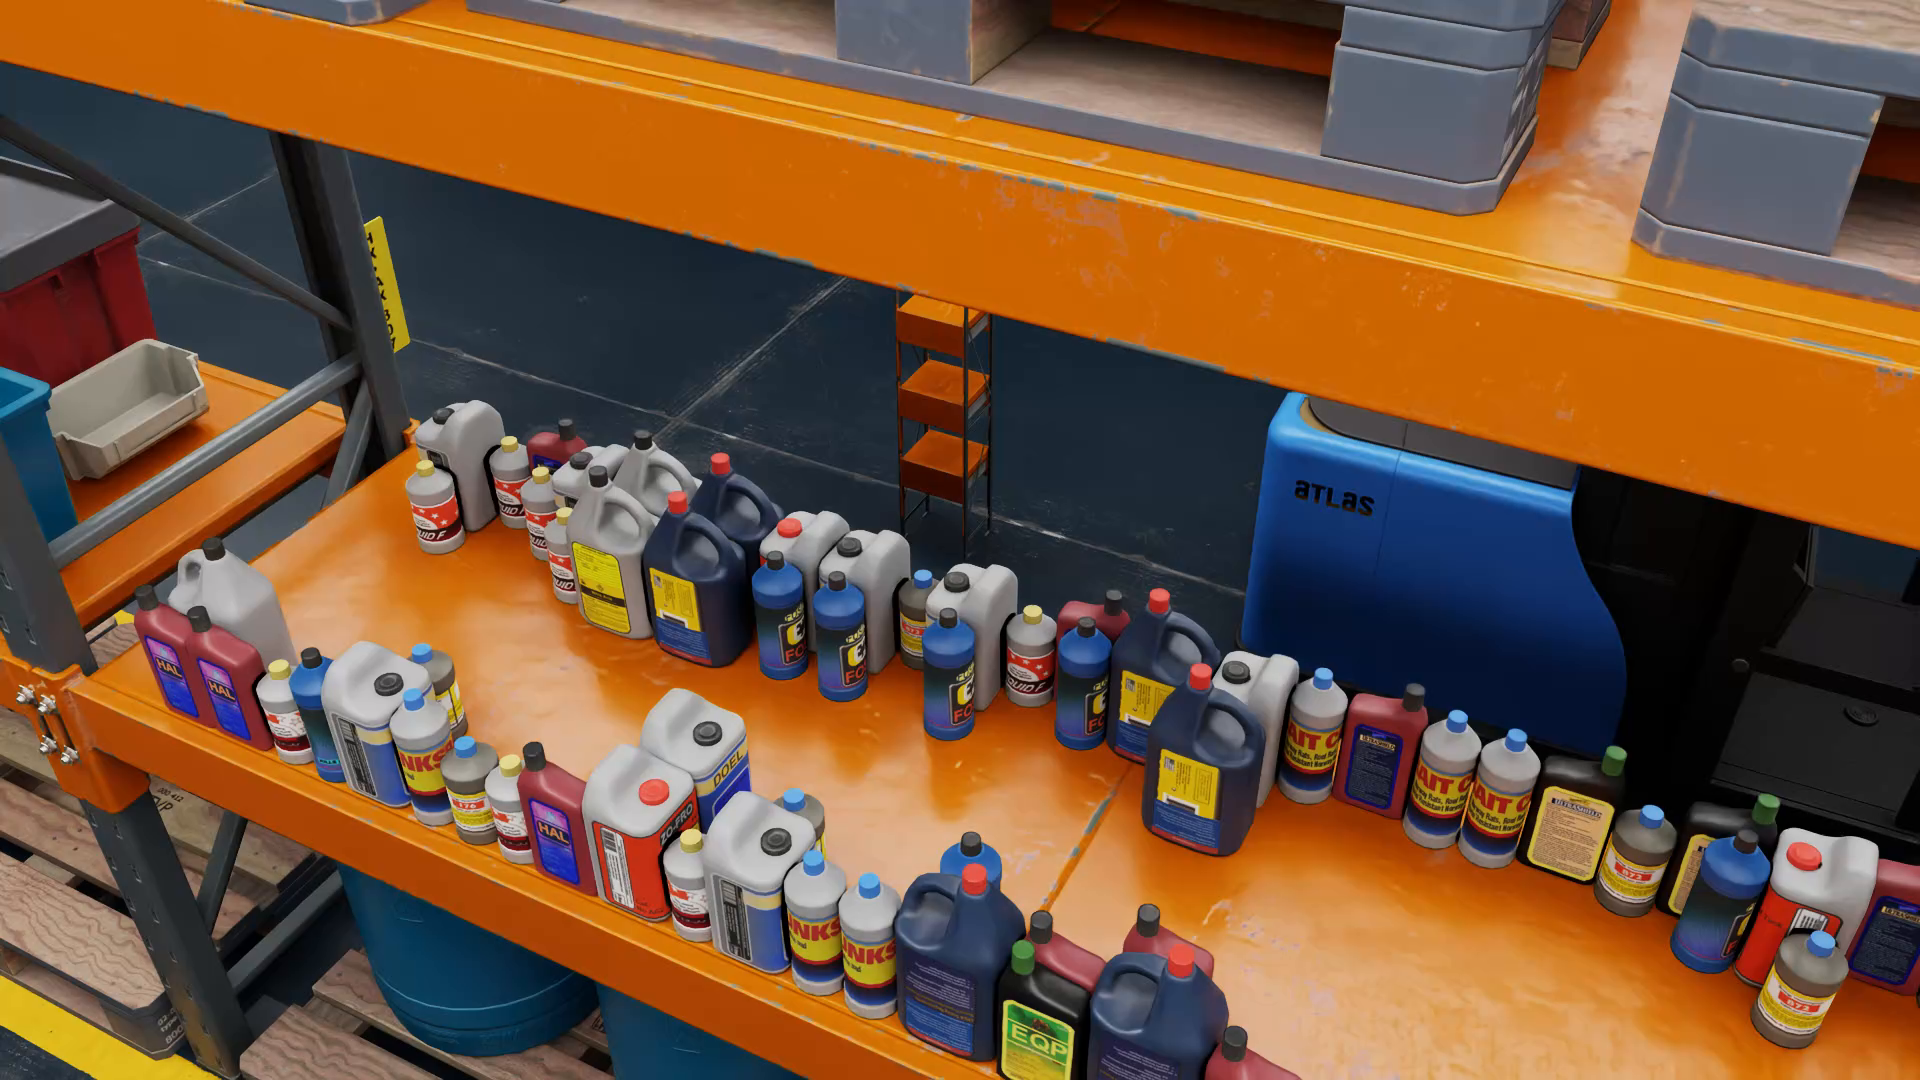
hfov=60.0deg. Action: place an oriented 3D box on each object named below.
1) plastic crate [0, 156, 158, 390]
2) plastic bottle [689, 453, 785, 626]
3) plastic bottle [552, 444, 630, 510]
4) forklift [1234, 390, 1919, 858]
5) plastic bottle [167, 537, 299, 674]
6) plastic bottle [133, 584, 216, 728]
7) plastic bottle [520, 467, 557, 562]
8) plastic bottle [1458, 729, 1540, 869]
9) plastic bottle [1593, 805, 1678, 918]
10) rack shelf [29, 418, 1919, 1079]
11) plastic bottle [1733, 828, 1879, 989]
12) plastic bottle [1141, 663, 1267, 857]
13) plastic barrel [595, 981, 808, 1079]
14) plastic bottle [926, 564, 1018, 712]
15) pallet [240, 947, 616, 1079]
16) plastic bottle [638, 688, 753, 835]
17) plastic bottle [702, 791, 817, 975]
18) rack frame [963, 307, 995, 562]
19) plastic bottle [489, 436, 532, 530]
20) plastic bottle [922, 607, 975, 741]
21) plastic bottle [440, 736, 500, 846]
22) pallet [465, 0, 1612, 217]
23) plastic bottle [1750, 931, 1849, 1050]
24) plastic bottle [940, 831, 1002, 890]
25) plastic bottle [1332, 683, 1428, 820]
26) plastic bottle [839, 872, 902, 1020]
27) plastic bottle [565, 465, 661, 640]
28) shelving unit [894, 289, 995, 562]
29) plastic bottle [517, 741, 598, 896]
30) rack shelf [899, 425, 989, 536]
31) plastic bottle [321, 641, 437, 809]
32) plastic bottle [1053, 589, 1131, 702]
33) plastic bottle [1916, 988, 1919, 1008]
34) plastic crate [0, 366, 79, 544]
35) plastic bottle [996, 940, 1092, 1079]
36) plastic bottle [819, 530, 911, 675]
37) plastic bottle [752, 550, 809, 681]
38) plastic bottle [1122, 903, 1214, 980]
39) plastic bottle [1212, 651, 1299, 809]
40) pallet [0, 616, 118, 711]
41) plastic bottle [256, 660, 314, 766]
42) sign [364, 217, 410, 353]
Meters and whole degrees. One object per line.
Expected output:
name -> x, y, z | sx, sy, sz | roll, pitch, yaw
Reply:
plastic crate -> -2.254, -0.597, 3.953 | 0.583, 0.464, 0.402 | 17, 41, 21
plastic bottle -> -0.446, -0.014, 3.328 | 0.185, 0.351, 0.144 | 17, 41, 21
plastic bottle -> -0.753, -0.078, 3.474 | 0.135, 0.276, 0.152 | 17, 41, 21
forklift -> 2.364, -0.495, 3.978 | 3.031, 2.935, 1.130 | 16, 40, 20
plastic bottle -> -1.377, 0.138, 3.128 | 0.185, 0.351, 0.144 | 17, 41, 21
plastic bottle -> -1.447, 0.213, 3.085 | 0.133, 0.283, 0.061 | 17, 41, 21
plastic bottle -> -0.872, -0.062, 3.515 | 0.097, 0.201, 0.097 | 0, 37, 0
plastic bottle -> 0.915, 0.428, 2.811 | 0.097, 0.271, 0.097 | 0, 37, 0
plastic bottle -> 1.120, 0.520, 2.748 | 0.097, 0.201, 0.097 | 0, 37, 0
rack shelf -> 0.199, 0.678, 2.971 | 4.000, 0.370, 1.077 | 17, 41, 21
plastic bottle -> 1.329, 0.575, 2.615 | 0.135, 0.276, 0.152 | 17, 41, 21
plastic bottle -> 0.418, 0.360, 2.835 | 0.185, 0.351, 0.144 | 17, 41, 21
plastic barrel -> -0.472, 0.861, 3.523 | 0.708, 0.901, 0.600 | 17, 41, 21
plastic bottle -> 0.020, 0.165, 3.155 | 0.135, 0.276, 0.152 | 17, 41, 21
pallet -> -0.910, 1.183, 4.017 | 1.213, 0.211, 1.003 | 17, 41, 21
plastic bottle -> -0.449, 0.394, 2.853 | 0.135, 0.276, 0.152 | 17, 41, 21
plastic bottle -> -0.313, 0.540, 2.660 | 0.135, 0.276, 0.152 | 17, 41, 21
rack frame -> 0.061, -0.399, 5.407 | 0.008, 1.050, 0.200 | 17, 41, 21
plastic bottle -> -0.962, -0.132, 3.607 | 0.097, 0.201, 0.097 | 0, 37, 0
plastic bottle -> -0.021, 0.239, 3.061 | 0.097, 0.271, 0.097 | 0, 37, 0
plastic bottle -> -0.839, 0.424, 2.875 | 0.097, 0.201, 0.097 | 0, 37, 0
pallet -> 0.173, -0.805, 2.005 | 1.213, 0.211, 1.003 | 17, 41, 21
plastic bottle -> 1.288, 0.676, 2.542 | 0.097, 0.201, 0.097 | 0, 37, 0
plastic bottle -> 0.017, 0.566, 2.630 | 0.097, 0.271, 0.097 | 0, 37, 0
plastic bottle -> 0.735, 0.354, 2.899 | 0.133, 0.283, 0.061 | 17, 41, 21
plastic bottle -> -0.136, 0.616, 2.564 | 0.097, 0.271, 0.097 | 0, 37, 0
plastic bottle -> -0.676, 0.012, 3.294 | 0.185, 0.351, 0.144 | 17, 41, 21
shelving unit -> -0.048, -0.433, 5.452 | 0.252, 1.050, 0.215 | 17, 41, 21
plastic bottle -> -0.658, 0.460, 2.760 | 0.133, 0.283, 0.061 | 17, 41, 21
rack shelf -> -0.048, -0.203, 5.627 | 0.240, 0.259, 0.215 | 17, 41, 21
plastic bottle -> -1.016, 0.320, 2.950 | 0.135, 0.276, 0.152 | 17, 41, 21
plastic bottle -> 0.246, 0.201, 3.100 | 0.133, 0.283, 0.061 | 17, 41, 21
plastic bottle -> 1.563, 0.659, 2.565 | 0.097, 0.201, 0.097 | 0, 37, 0
plastic crate -> -2.148, -0.129, 3.402 | 0.575, 0.384, 0.392 | 17, 41, 21
plastic bottle -> 0.123, 0.704, 2.438 | 0.133, 0.283, 0.061 | 17, 41, 21
plastic bottle -> -0.186, 0.100, 3.240 | 0.135, 0.276, 0.152 | 17, 41, 21
plastic bottle -> -0.346, 0.137, 3.195 | 0.097, 0.271, 0.097 | 0, 37, 0
plastic bottle -> 0.307, 0.664, 2.491 | 0.133, 0.283, 0.061 | 17, 41, 21
plastic bottle -> 0.508, 0.318, 2.953 | 0.135, 0.276, 0.152 | 17, 41, 21
pallet -> -3.335, 0.424, 5.017 | 1.213, 0.211, 1.003 | 17, 41, 21
plastic bottle -> -1.218, 0.305, 3.032 | 0.097, 0.201, 0.097 | 0, 37, 0
sign -> -1.322, -0.570, 3.791 | 0.005, 0.325, 0.100 | 17, 41, 21
